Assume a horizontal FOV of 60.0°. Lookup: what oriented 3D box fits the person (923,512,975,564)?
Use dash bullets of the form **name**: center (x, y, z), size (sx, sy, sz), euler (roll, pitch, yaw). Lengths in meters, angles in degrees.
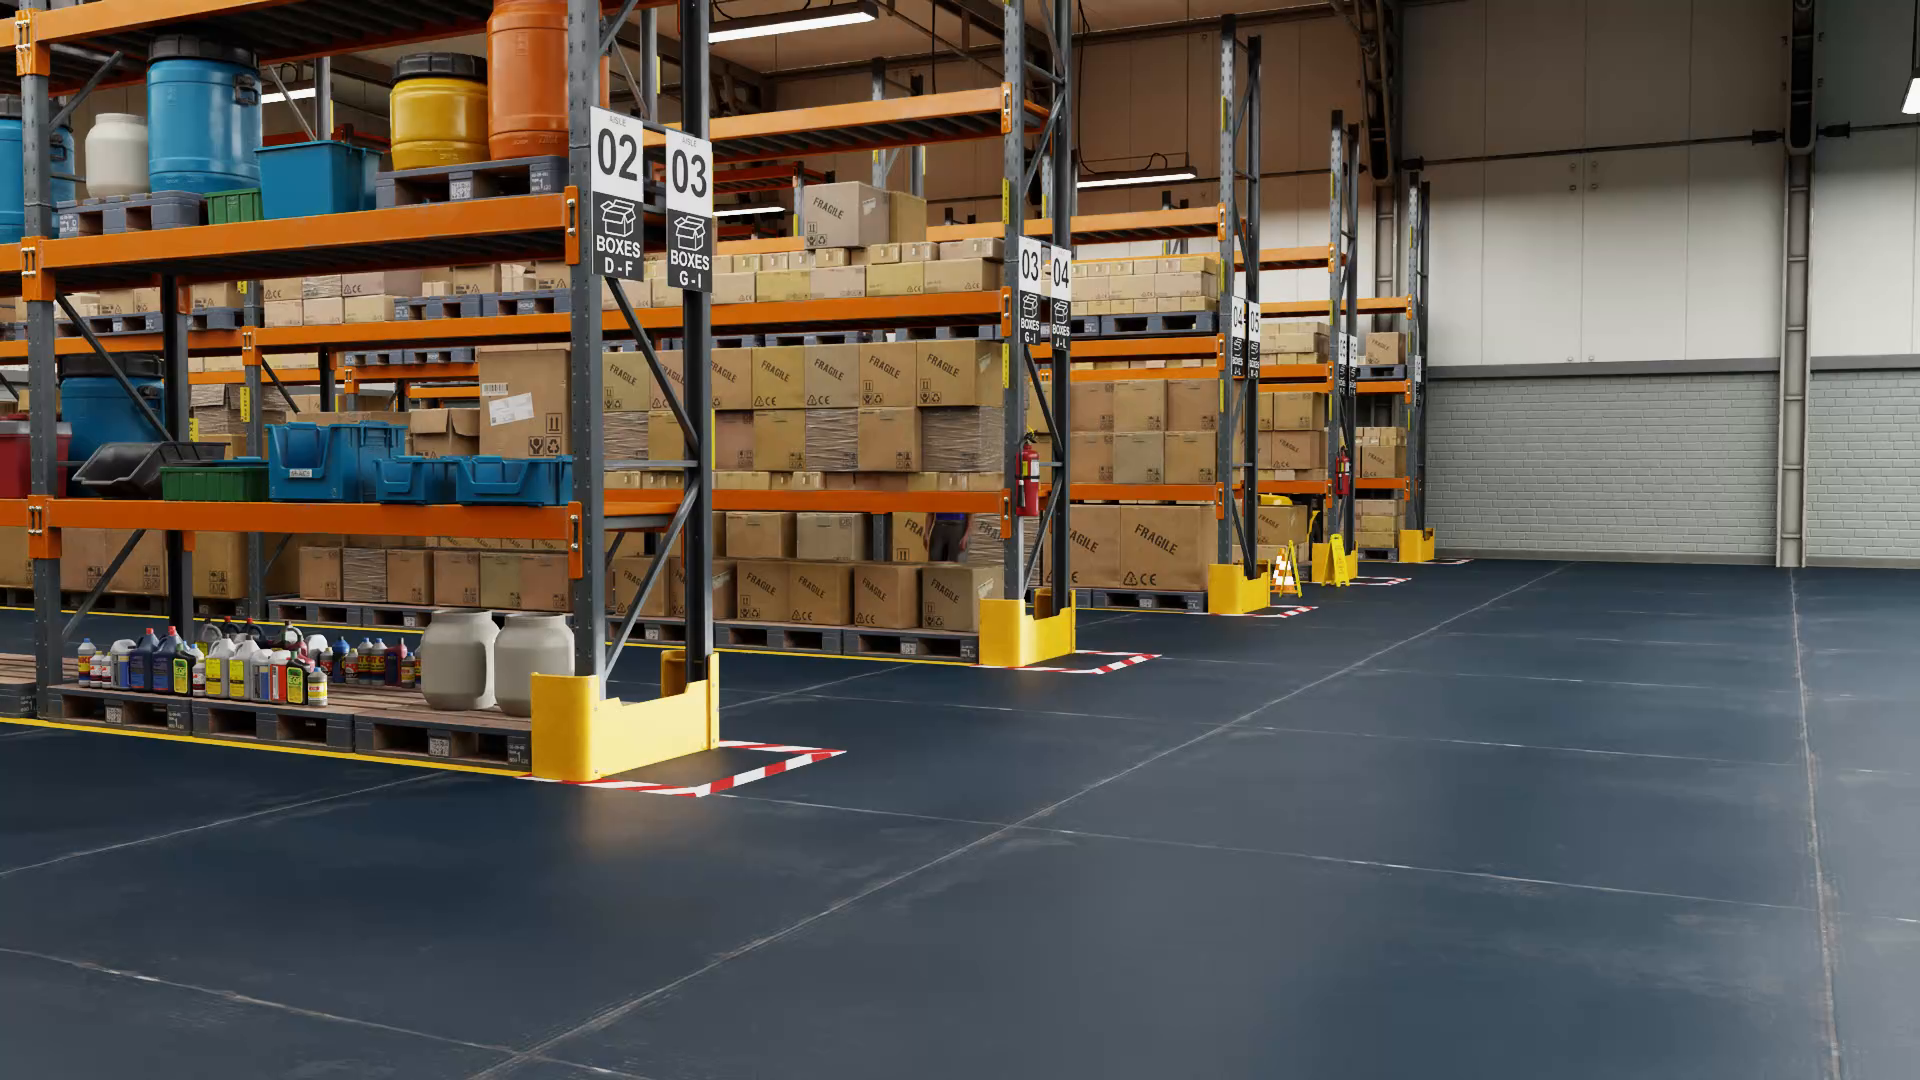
- **person**: center (-0.096, -0.037, 15.194), size (0.478, 1.575, 0.322), euler (1, 3, 24)
